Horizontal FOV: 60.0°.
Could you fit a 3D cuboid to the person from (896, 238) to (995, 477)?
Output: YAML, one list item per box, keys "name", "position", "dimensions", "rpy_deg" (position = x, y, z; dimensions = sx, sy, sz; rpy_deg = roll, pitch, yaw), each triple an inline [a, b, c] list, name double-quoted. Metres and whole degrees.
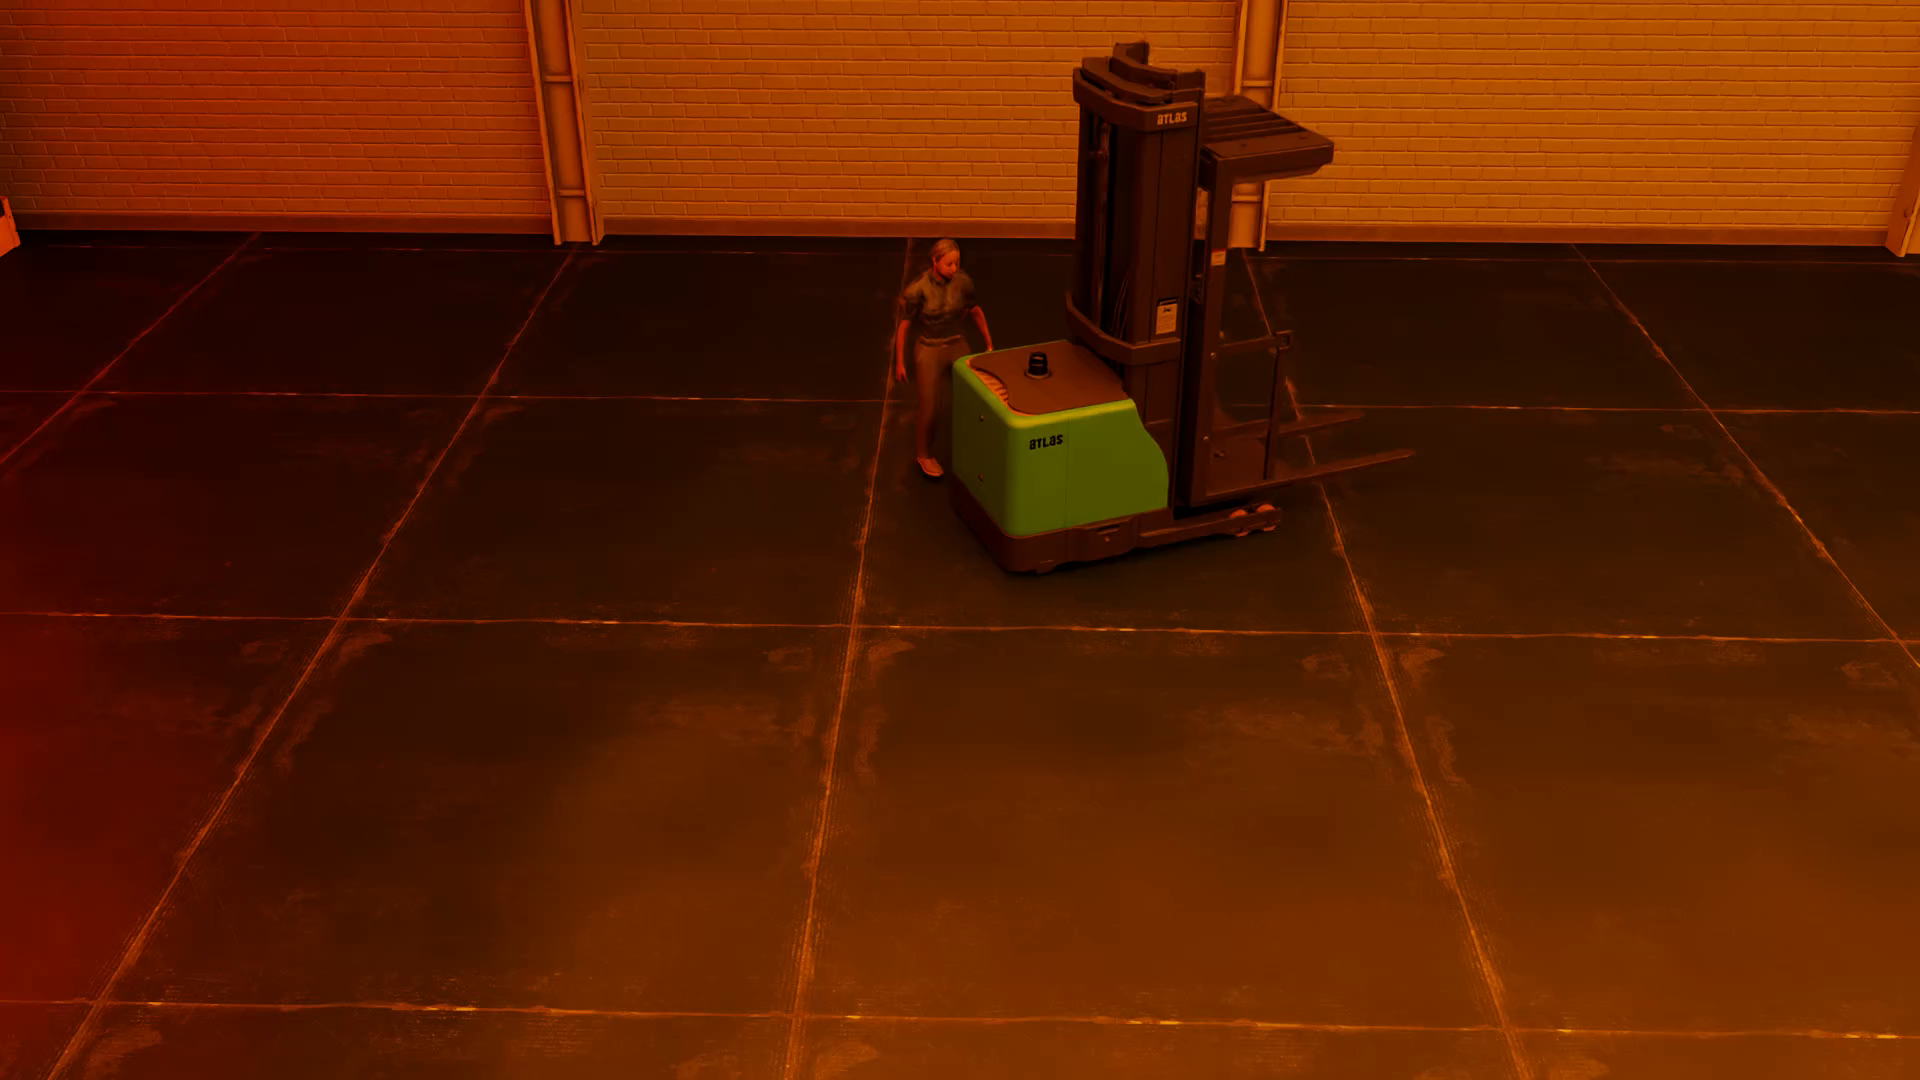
- name: "person"
  position: [-0.079, -1.196, 10.845]
  dimensions: [0.696, 1.635, 0.374]
  rpy_deg: [-12, 33, -20]

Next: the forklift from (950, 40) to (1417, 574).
- name: "forklift"
  position: [1.507, -1.522, 10.196]
  dimensions: [3.031, 2.935, 1.130]
  rpy_deg: [-11, 32, -18]
